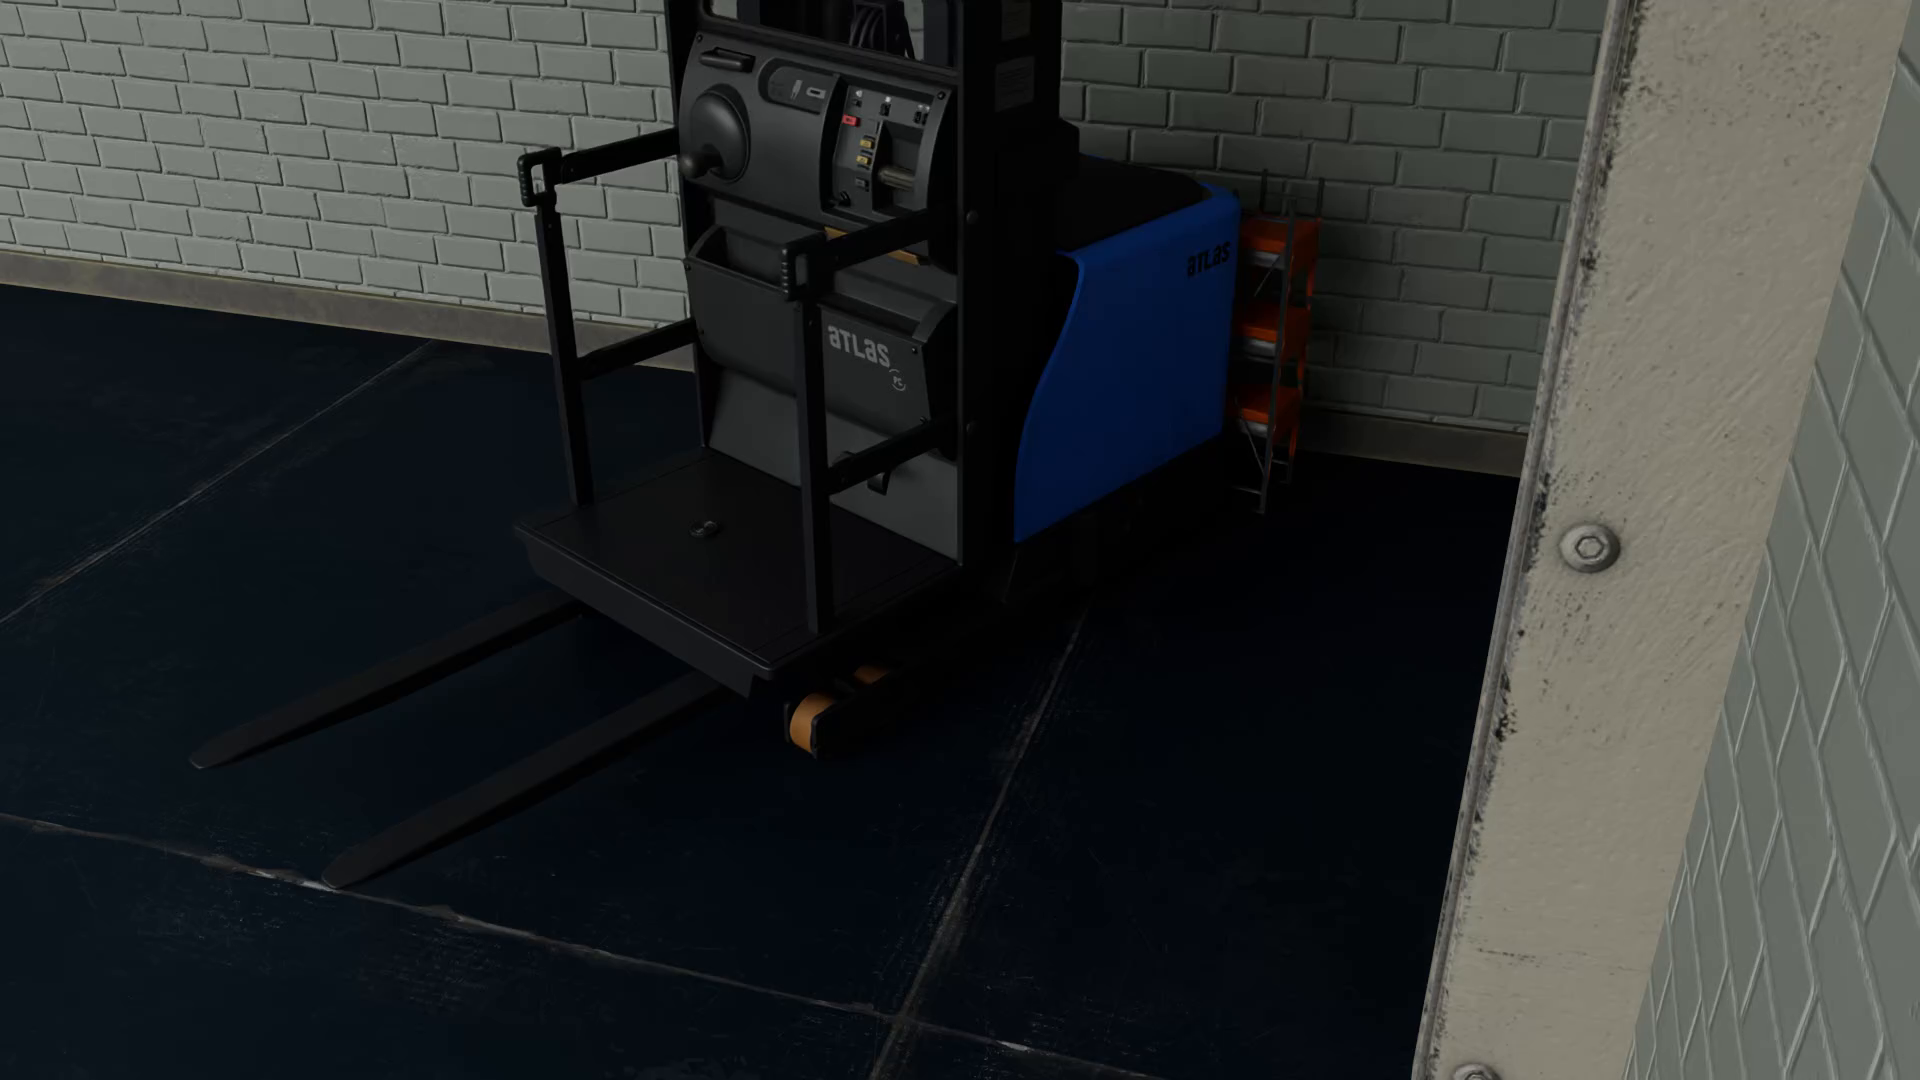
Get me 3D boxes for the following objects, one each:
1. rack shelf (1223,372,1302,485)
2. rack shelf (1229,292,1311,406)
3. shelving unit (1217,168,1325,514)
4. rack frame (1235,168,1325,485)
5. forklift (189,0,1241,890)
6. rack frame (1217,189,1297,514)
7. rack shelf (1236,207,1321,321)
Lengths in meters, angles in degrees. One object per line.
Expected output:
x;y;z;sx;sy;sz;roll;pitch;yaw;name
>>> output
0.964;-0.367;5.423;0.215;0.259;0.240;16;33;26;rack shelf
0.965;-0.610;5.287;0.215;0.259;0.240;16;33;26;rack shelf
0.965;-0.619;5.282;0.215;1.050;0.252;16;33;26;shelving unit
1.026;-0.670;5.374;0.200;1.050;0.008;16;33;26;rack frame
-0.525;-1.006;4.043;1.130;2.935;3.031;24;37;36;forklift
0.903;-0.568;5.190;0.200;1.050;0.008;16;33;26;rack frame
0.965;-0.857;5.149;0.215;0.259;0.240;16;33;26;rack shelf
